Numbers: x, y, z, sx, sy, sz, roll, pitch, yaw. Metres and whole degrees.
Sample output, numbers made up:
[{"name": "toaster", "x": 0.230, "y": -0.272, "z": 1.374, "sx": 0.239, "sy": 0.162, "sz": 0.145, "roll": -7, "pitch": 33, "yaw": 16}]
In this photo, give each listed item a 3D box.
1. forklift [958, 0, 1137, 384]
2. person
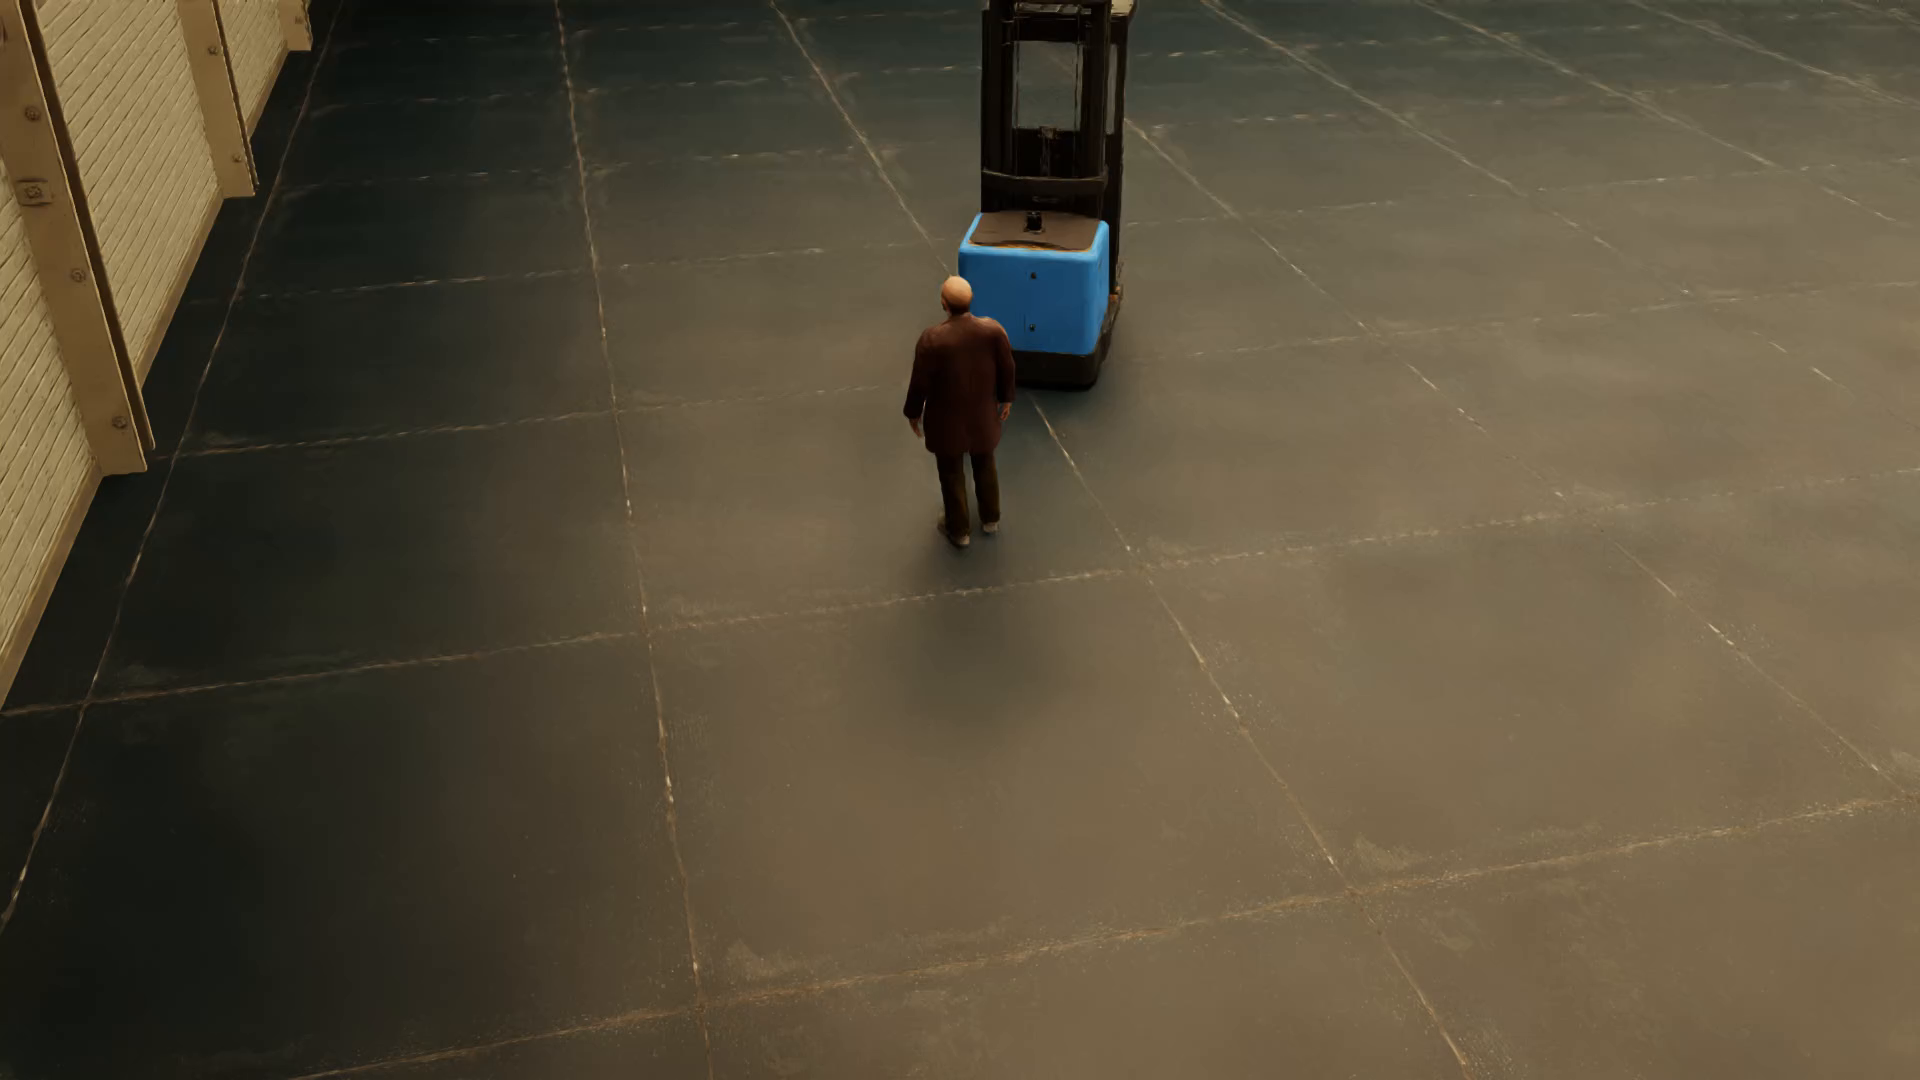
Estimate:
[{"name": "forklift", "x": 0.750, "y": -3.146, "z": 13.008, "sx": 1.130, "sy": 2.935, "sz": 3.031, "roll": 5, "pitch": 30, "yaw": 9}, {"name": "person", "x": -0.017, "y": -0.820, "z": 10.129, "sx": 0.694, "sy": 1.776, "sz": 0.580, "roll": -7, "pitch": 31, "yaw": -12}]
